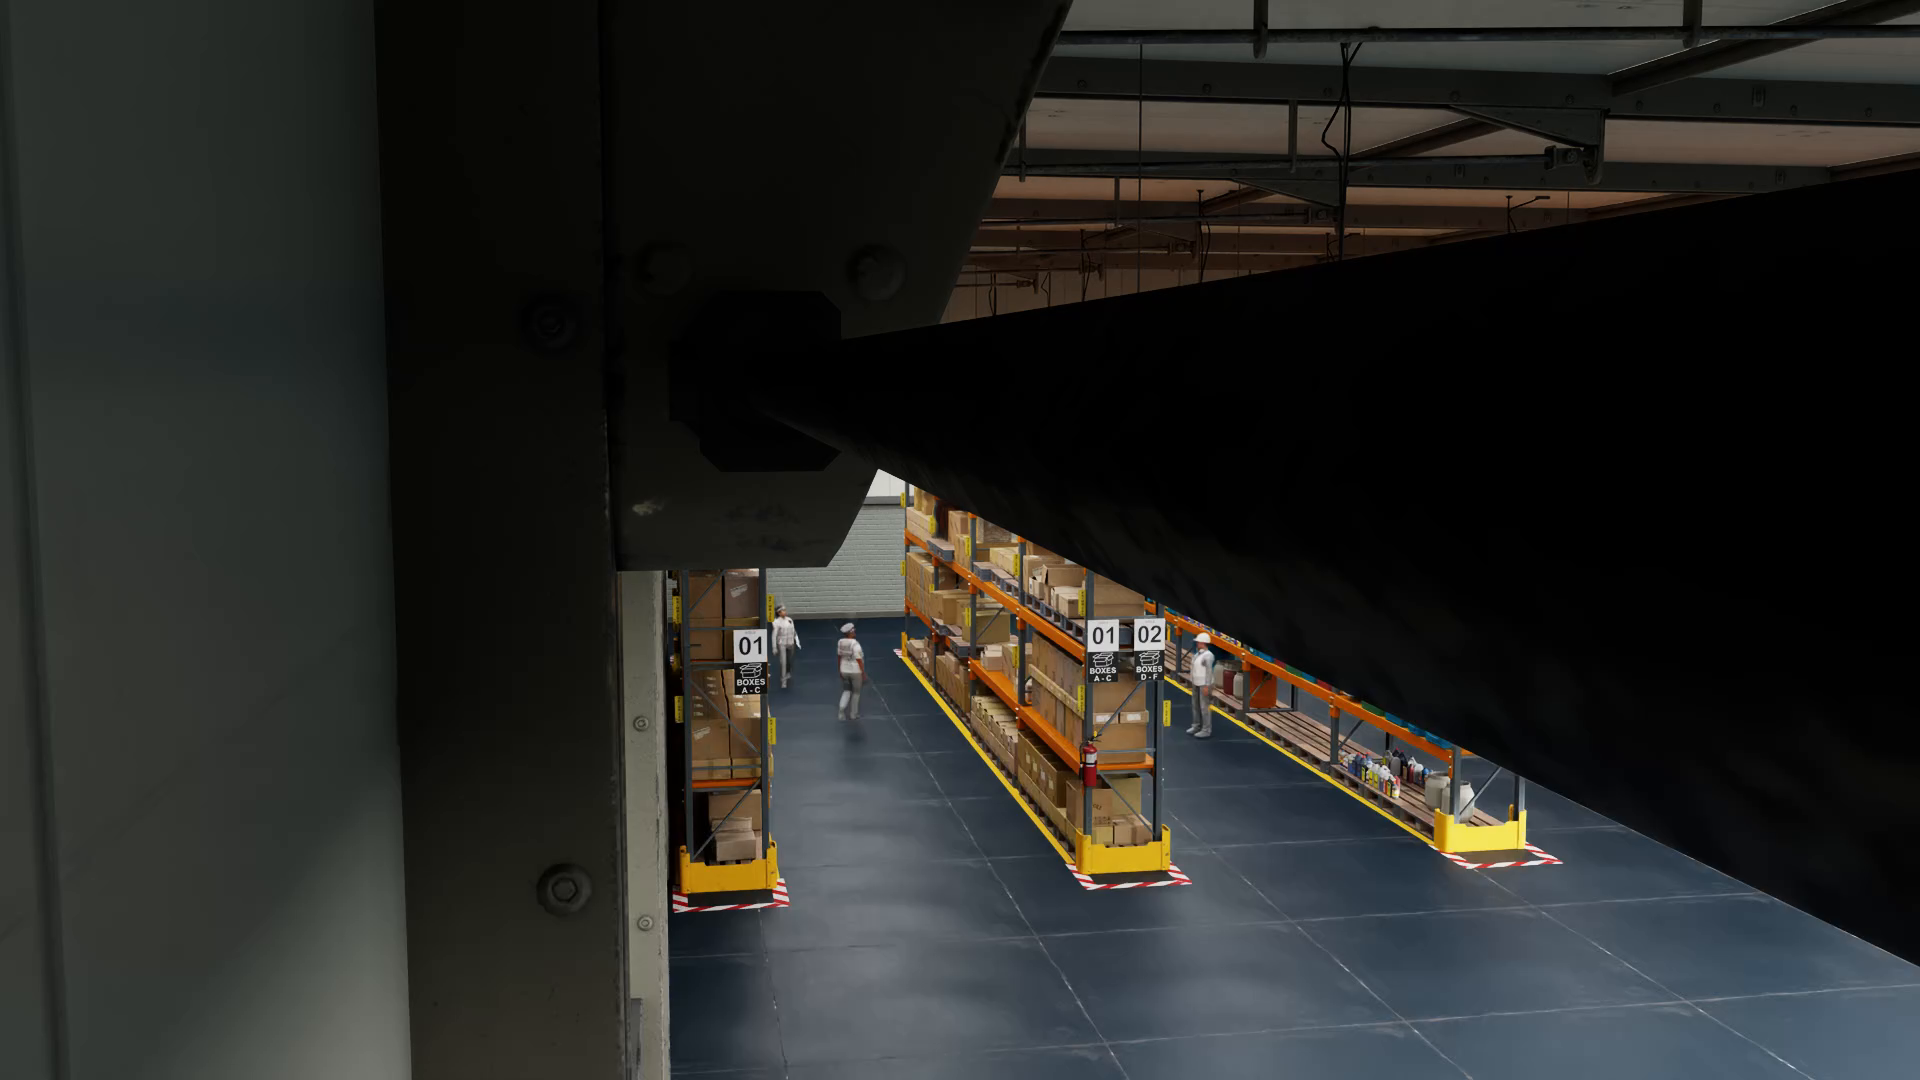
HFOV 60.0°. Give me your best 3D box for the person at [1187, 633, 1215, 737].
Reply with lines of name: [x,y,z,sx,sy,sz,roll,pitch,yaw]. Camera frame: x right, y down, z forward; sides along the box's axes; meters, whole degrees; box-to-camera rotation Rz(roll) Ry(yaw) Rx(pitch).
person: [4.142,2.475,28.593,0.424,1.776,0.581,-2,6,-15]

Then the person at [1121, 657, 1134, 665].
person: [3.302,2.056,32.362,0.483,1.750,0.698,-4,7,-35]

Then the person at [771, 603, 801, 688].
person: [-3.484,2.075,33.137,0.566,1.638,0.975,-2,6,-16]

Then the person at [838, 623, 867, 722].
person: [-1.927,2.342,29.430,0.555,1.780,0.501,3,7,28]
